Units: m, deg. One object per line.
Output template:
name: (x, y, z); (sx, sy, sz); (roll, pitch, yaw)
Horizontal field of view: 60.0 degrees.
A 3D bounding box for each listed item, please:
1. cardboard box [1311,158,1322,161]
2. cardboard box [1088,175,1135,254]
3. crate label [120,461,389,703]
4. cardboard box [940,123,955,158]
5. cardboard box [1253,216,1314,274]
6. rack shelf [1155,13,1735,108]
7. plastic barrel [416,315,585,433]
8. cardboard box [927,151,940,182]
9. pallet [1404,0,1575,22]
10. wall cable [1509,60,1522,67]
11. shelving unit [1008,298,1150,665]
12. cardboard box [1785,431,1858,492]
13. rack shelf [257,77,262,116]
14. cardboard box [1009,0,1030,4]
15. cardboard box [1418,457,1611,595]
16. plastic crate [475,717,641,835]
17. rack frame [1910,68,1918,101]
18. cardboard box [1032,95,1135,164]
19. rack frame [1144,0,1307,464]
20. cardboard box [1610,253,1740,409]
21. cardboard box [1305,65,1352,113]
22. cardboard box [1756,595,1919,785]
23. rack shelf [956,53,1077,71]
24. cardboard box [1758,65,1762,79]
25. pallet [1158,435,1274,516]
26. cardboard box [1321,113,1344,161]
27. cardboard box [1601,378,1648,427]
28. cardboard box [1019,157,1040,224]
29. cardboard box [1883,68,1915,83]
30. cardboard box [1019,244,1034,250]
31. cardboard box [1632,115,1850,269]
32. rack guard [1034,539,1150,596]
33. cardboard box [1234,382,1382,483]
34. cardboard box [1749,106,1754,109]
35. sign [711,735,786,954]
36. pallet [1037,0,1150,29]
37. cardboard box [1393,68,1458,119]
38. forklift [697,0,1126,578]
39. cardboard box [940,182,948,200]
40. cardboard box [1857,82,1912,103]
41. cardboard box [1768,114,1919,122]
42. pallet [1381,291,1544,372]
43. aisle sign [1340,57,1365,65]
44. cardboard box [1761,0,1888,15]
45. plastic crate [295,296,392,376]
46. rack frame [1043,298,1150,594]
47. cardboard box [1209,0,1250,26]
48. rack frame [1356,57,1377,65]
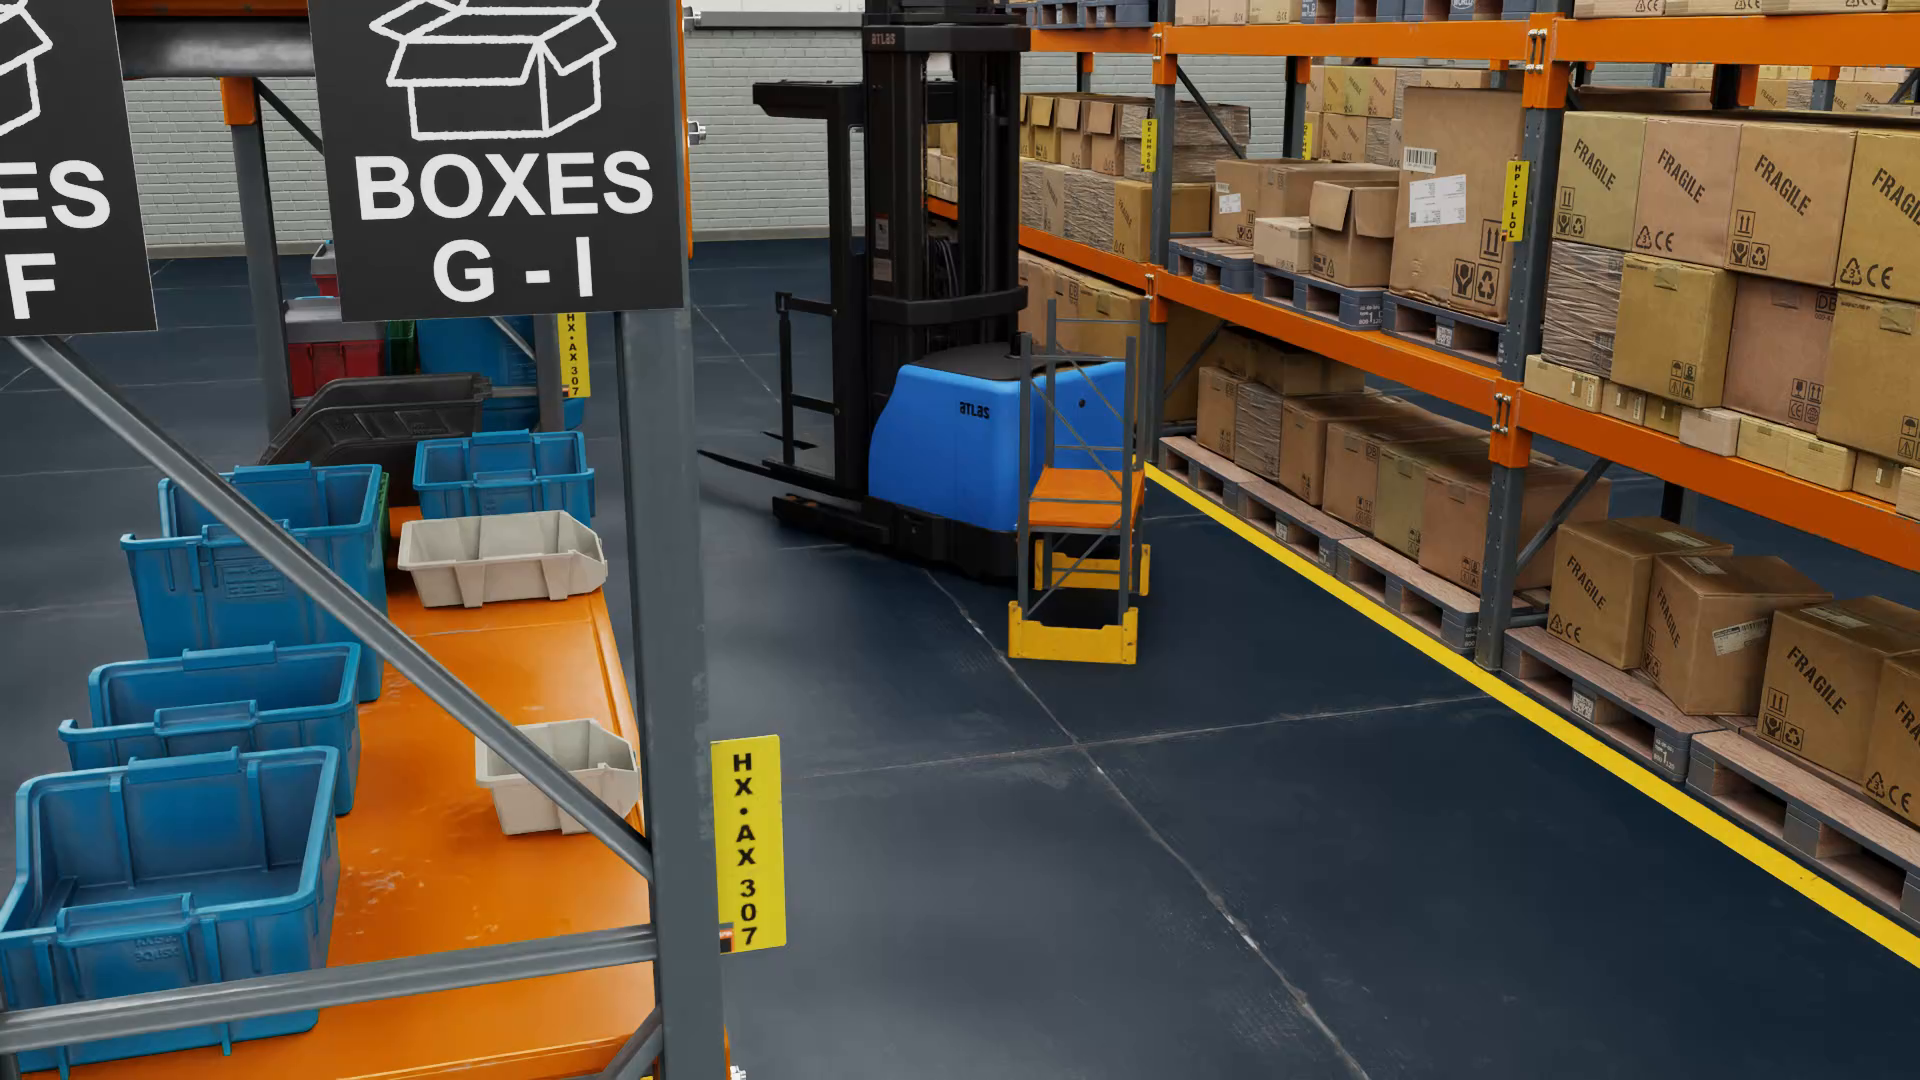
cardboard box: (4.217, -4.275, 18.906); (0.380, 0.149, 0.250); (-4, 17, -13)
cardboard box: (1.230, -2.304, 11.734); (0.500, 0.500, 0.500); (-5, 17, -16)
crate label: (-1.594, 0.099, 3.847); (0.502, 0.435, 0.616); (-5, 17, -15)
cardboard box: (0.119, -3.782, 15.268); (0.500, 0.500, 0.500); (-5, 17, -15)
cardboard box: (1.975, -1.648, 9.256); (0.500, 0.250, 0.500); (-5, 17, -17)
rack shelf: (2.285, -2.540, 8.729); (1.077, 0.370, 4.000); (-5, 17, -15)
plastic barrel: (-1.742, -0.874, 6.275); (0.600, 0.901, 0.708); (-5, 17, -15)
cardboard box: (-0.022, -3.563, 15.844); (0.500, 0.250, 0.500); (-4, 17, -14)
pallet: (2.768, -2.420, 7.407); (1.213, 0.211, 1.003); (-5, 17, -15)
wall cable: (8.854, -7.157, 26.298); (0.588, 1.984, 0.122); (-5, 17, -15)
shelving unit: (0.597, -0.316, 7.897); (0.587, 1.500, 1.083); (3, 17, 9)
cardboard box: (3.030, -0.277, 5.596); (0.380, 0.149, 0.250); (-5, 17, -15)
rack shelf: (-2.477, -2.148, 7.425); (1.077, 0.370, 4.000); (-5, 17, -15)
cardboard box: (0.805, -4.633, 13.544); (0.700, 0.500, 0.500); (-4, 17, -14)
cardboard box: (2.687, -0.079, 8.082); (0.700, 0.500, 0.500); (-6, 18, -20)
plastic crate: (-0.765, 0.457, 3.175); (0.298, 0.136, 0.250); (-5, 17, -15)
rack frame: (10.165, -3.891, 17.190); (1.000, 3.000, 0.127); (-5, 17, -15)
cardboard box: (0.997, -3.269, 13.202); (0.797, 0.503, 0.637); (-5, 17, -15)
rack frame: (1.736, -2.001, 10.898); (1.000, 3.000, 0.127); (-5, 17, -15)
cardboard box: (3.003, -0.814, 6.258); (0.875, 0.500, 0.500); (-5, 17, -15)
cardboard box: (4.202, -5.102, 18.793); (0.500, 0.500, 0.500); (-5, 17, -16)
cardboard box: (3.317, 0.539, 6.059); (0.500, 0.500, 0.500); (-6, 18, -20)
rack shelf: (0.087, -4.752, 16.096); (1.077, 0.370, 4.000); (-5, 17, -15)
cardboard box: (9.239, -5.354, 19.024); (0.380, 0.149, 0.250); (-5, 17, -15)
pallet: (1.949, -0.449, 10.580); (1.003, 0.211, 1.213); (-5, 17, -15)
cardboard box: (4.363, -4.476, 18.448); (0.500, 0.500, 0.500); (-5, 17, -15)
cardboard box: (2.756, -0.554, 6.517); (0.380, 0.149, 0.250); (-5, 17, -15)
cardboard box: (0.661, -2.869, 13.615); (0.500, 0.500, 0.500); (-5, 17, -15)
cardboard box: (9.774, -4.788, 17.138); (0.380, 0.149, 0.250); (-5, 17, -16)
cardboard box: (0.831, -2.115, 14.243); (1.225, 0.875, 0.875); (-5, 17, -15)
cardboard box: (2.853, -1.281, 6.073); (0.500, 0.500, 0.500); (-5, 17, -15)
rack guard: (0.678, 0.141, 8.548); (0.587, 0.250, 0.087); (3, 17, 9)
cardboard box: (2.104, -0.678, 10.076); (0.700, 0.500, 0.500); (-6, 18, -20)
cardboard box: (9.221, -5.084, 19.252); (0.500, 0.500, 0.500); (-5, 17, -16)
sign: (-0.298, 0.429, 2.329); (0.100, 0.325, 0.005); (-5, 17, -15)
pallet: (1.197, -3.830, 12.102); (1.003, 0.211, 1.213); (-4, 17, -13)
cardboard box: (4.770, -4.534, 16.905); (0.500, 0.500, 0.500); (-4, 17, -14)
forklift: (-0.456, -1.550, 9.516); (1.130, 2.935, 3.031); (-16, 23, -42)
cardboard box: (0.026, -3.259, 15.523); (0.380, 0.149, 0.250); (-4, 17, -14)
cardboard box: (9.770, -4.526, 17.394); (0.500, 0.500, 0.500); (-5, 17, -16)
cardboard box: (3.362, -1.323, 6.212); (0.500, 0.500, 0.500); (-5, 17, -15)
pallet: (2.765, -1.025, 7.985); (1.003, 0.211, 1.213); (-5, 17, -15)
aisle sign: (4.602, -5.867, 19.250); (0.394, 0.787, 0.004); (-5, 17, -15)
cardboard box: (2.989, -1.830, 5.377); (0.500, 0.250, 0.500); (-5, 18, -17)
plastic crate: (-2.530, -0.776, 6.848); (0.392, 0.384, 0.575); (-5, 17, -15)
rack frame: (0.678, -0.458, 8.369); (0.500, 1.500, 0.032); (3, 17, 9)
cardboard box: (1.761, -3.073, 9.516); (0.500, 0.250, 0.500); (-4, 17, -14)
rack frame: (4.334, -4.578, 19.478); (1.000, 3.000, 0.127); (-5, 17, -15)
